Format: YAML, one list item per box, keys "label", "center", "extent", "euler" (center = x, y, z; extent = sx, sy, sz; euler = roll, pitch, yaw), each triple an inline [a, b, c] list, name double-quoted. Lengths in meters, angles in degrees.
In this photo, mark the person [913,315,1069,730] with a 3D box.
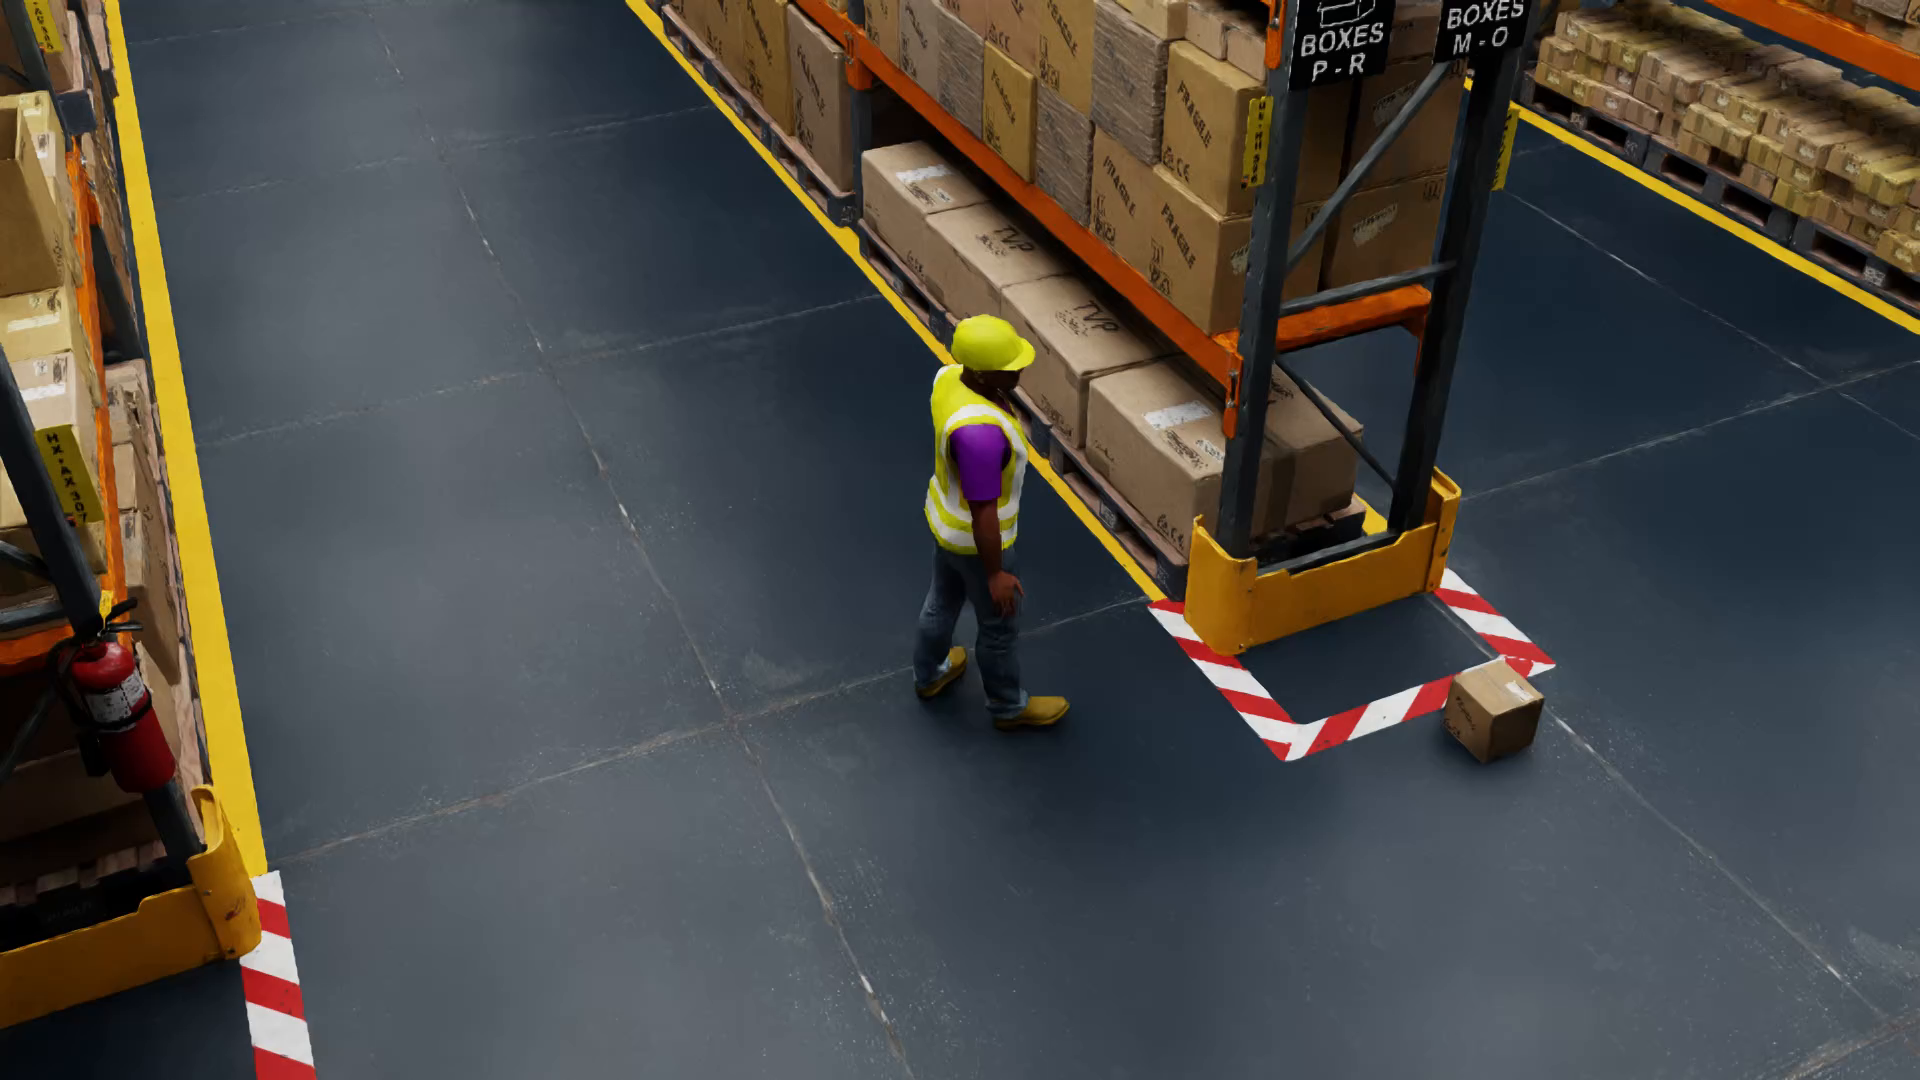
- label: "person"
  center: [0.123, -0.040, 6.143]
  extent: [0.580, 1.763, 0.700]
  euler: [-8, 38, -11]
